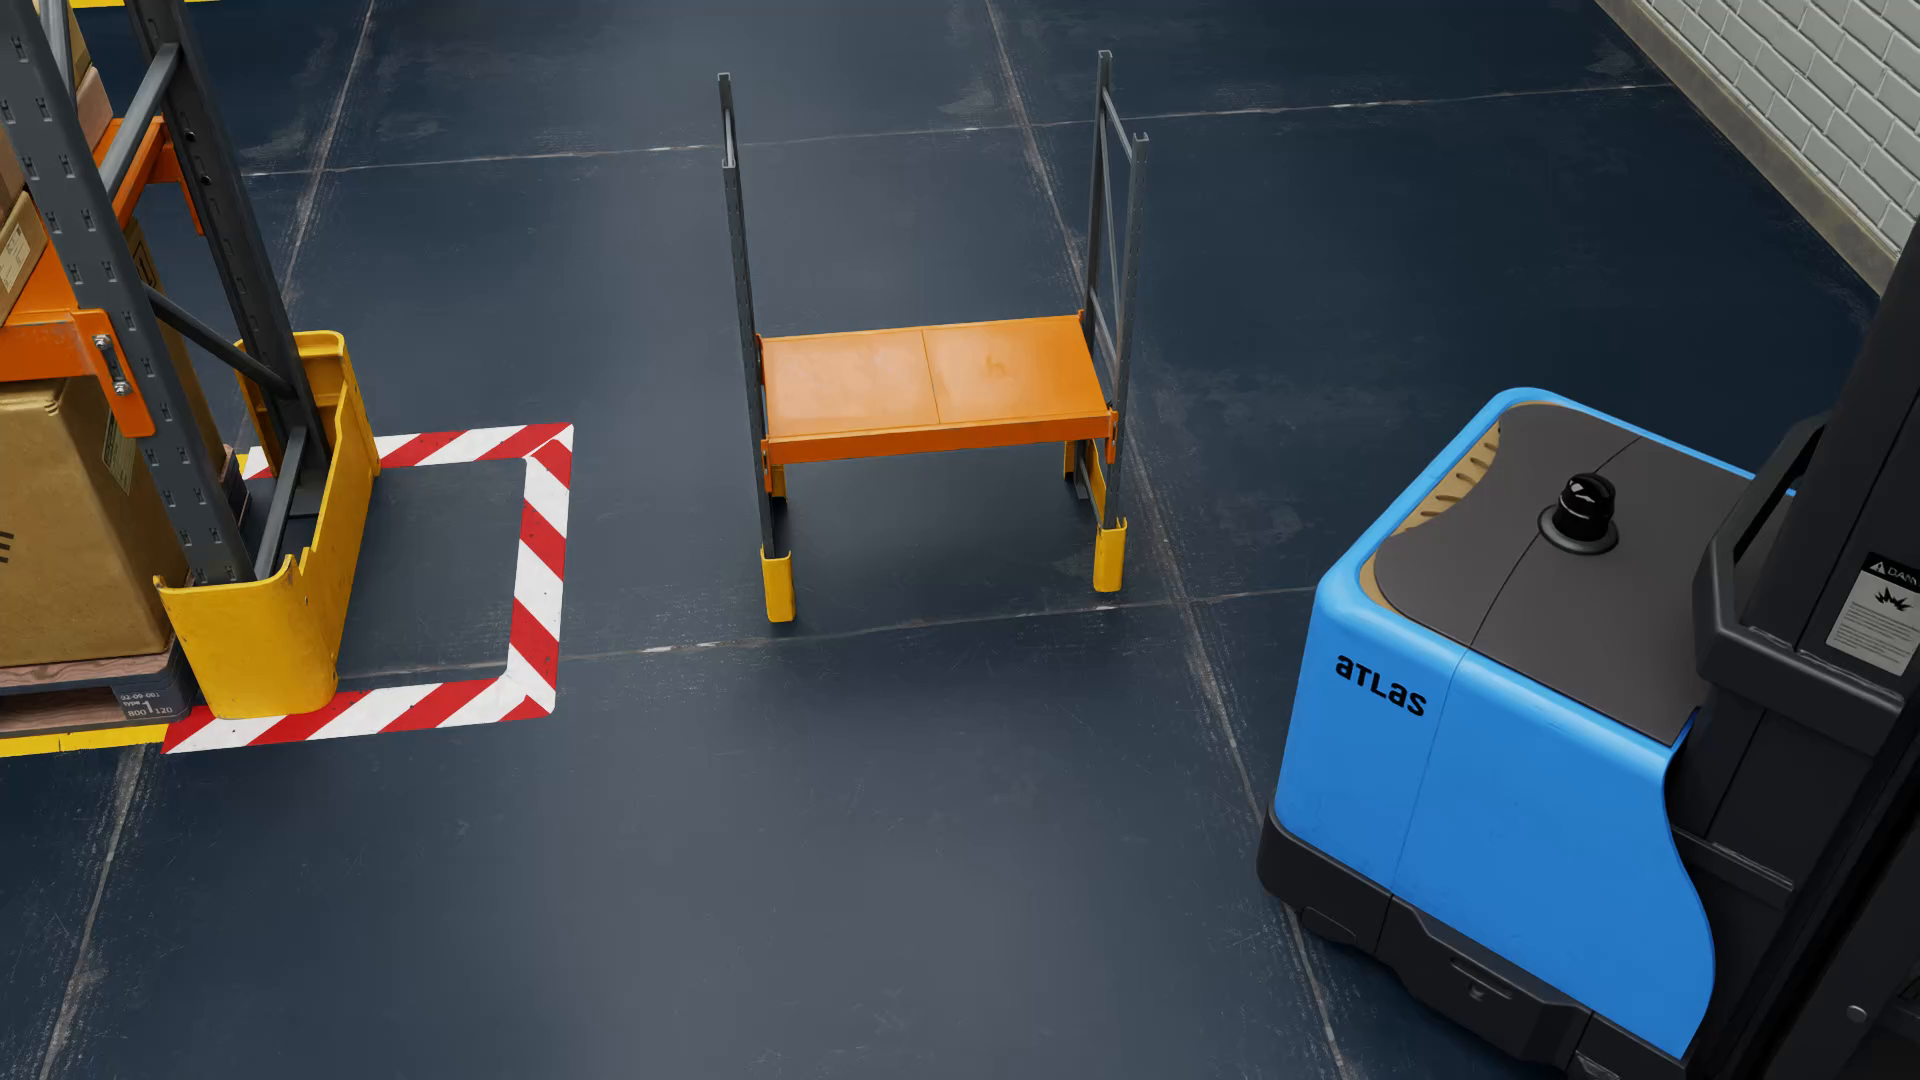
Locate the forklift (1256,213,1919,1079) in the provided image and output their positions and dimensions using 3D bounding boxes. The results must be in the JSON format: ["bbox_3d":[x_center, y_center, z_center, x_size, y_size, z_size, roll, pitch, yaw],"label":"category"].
[{"bbox_3d":[2.213,0.181,2.861,3.031,2.935,1.130,29,49,28],"label":"forklift"}]

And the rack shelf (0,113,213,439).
[{"bbox_3d":[-4.034,-0.561,4.170,4.000,0.370,1.077,-5,42,-6],"label":"rack shelf"}]

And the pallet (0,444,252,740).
[{"bbox_3d":[-2.834,0.155,4.921,1.213,0.211,1.003,-5,42,-6],"label":"pallet"}]

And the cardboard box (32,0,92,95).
[{"bbox_3d":[-2.562,-1.194,4.224,0.500,0.250,0.500,-6,42,-7],"label":"cardboard box"}]

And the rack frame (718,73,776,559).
[{"bbox_3d":[-0.589,-0.505,4.691,0.032,1.500,0.500,-5,42,-6],"label":"rack frame"}]

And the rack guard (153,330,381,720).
[{"bbox_3d":[-2.027,-0.076,4.961,0.348,0.500,1.175,-5,42,-6],"label":"rack guard"}]

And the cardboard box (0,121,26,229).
[{"bbox_3d":[-2.497,-0.838,3.830,0.500,0.250,0.500,-6,42,-6],"label":"cardboard box"}]

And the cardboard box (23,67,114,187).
[{"bbox_3d":[-2.446,-1.097,4.414,0.250,0.149,0.380,-5,42,-5],"label":"cardboard box"}]

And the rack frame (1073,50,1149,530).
[{"bbox_3d":[0.419,-0.594,4.788,0.032,1.500,0.500,-5,42,-6],"label":"rack frame"}]

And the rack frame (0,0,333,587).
[{"bbox_3d":[-2.051,-1.002,4.121,0.127,3.000,1.000,-5,42,-6],"label":"rack frame"}]

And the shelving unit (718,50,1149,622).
[{"bbox_3d":[-0.076,-0.550,4.740,1.083,1.500,0.587,-5,42,-6],"label":"shelving unit"}]

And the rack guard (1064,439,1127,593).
[{"bbox_3d":[0.418,-0.129,5.207,0.087,0.250,0.587,-5,42,-6],"label":"rack guard"}]

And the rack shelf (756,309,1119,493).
[{"bbox_3d":[-0.085,-0.416,4.860,1.000,0.185,0.538,-5,42,-6],"label":"rack shelf"}]

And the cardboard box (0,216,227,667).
[{"bbox_3d":[-2.675,-0.260,4.572,0.875,0.875,0.875,-5,42,-6],"label":"cardboard box"}]

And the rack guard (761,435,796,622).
[{"bbox_3d":[-0.569,-0.043,5.111,0.087,0.250,0.587,-5,42,-6],"label":"rack guard"}]

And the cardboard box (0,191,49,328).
[{"bbox_3d":[-2.362,-0.659,3.929,0.250,0.149,0.380,-4,42,-5],"label":"cardboard box"}]
